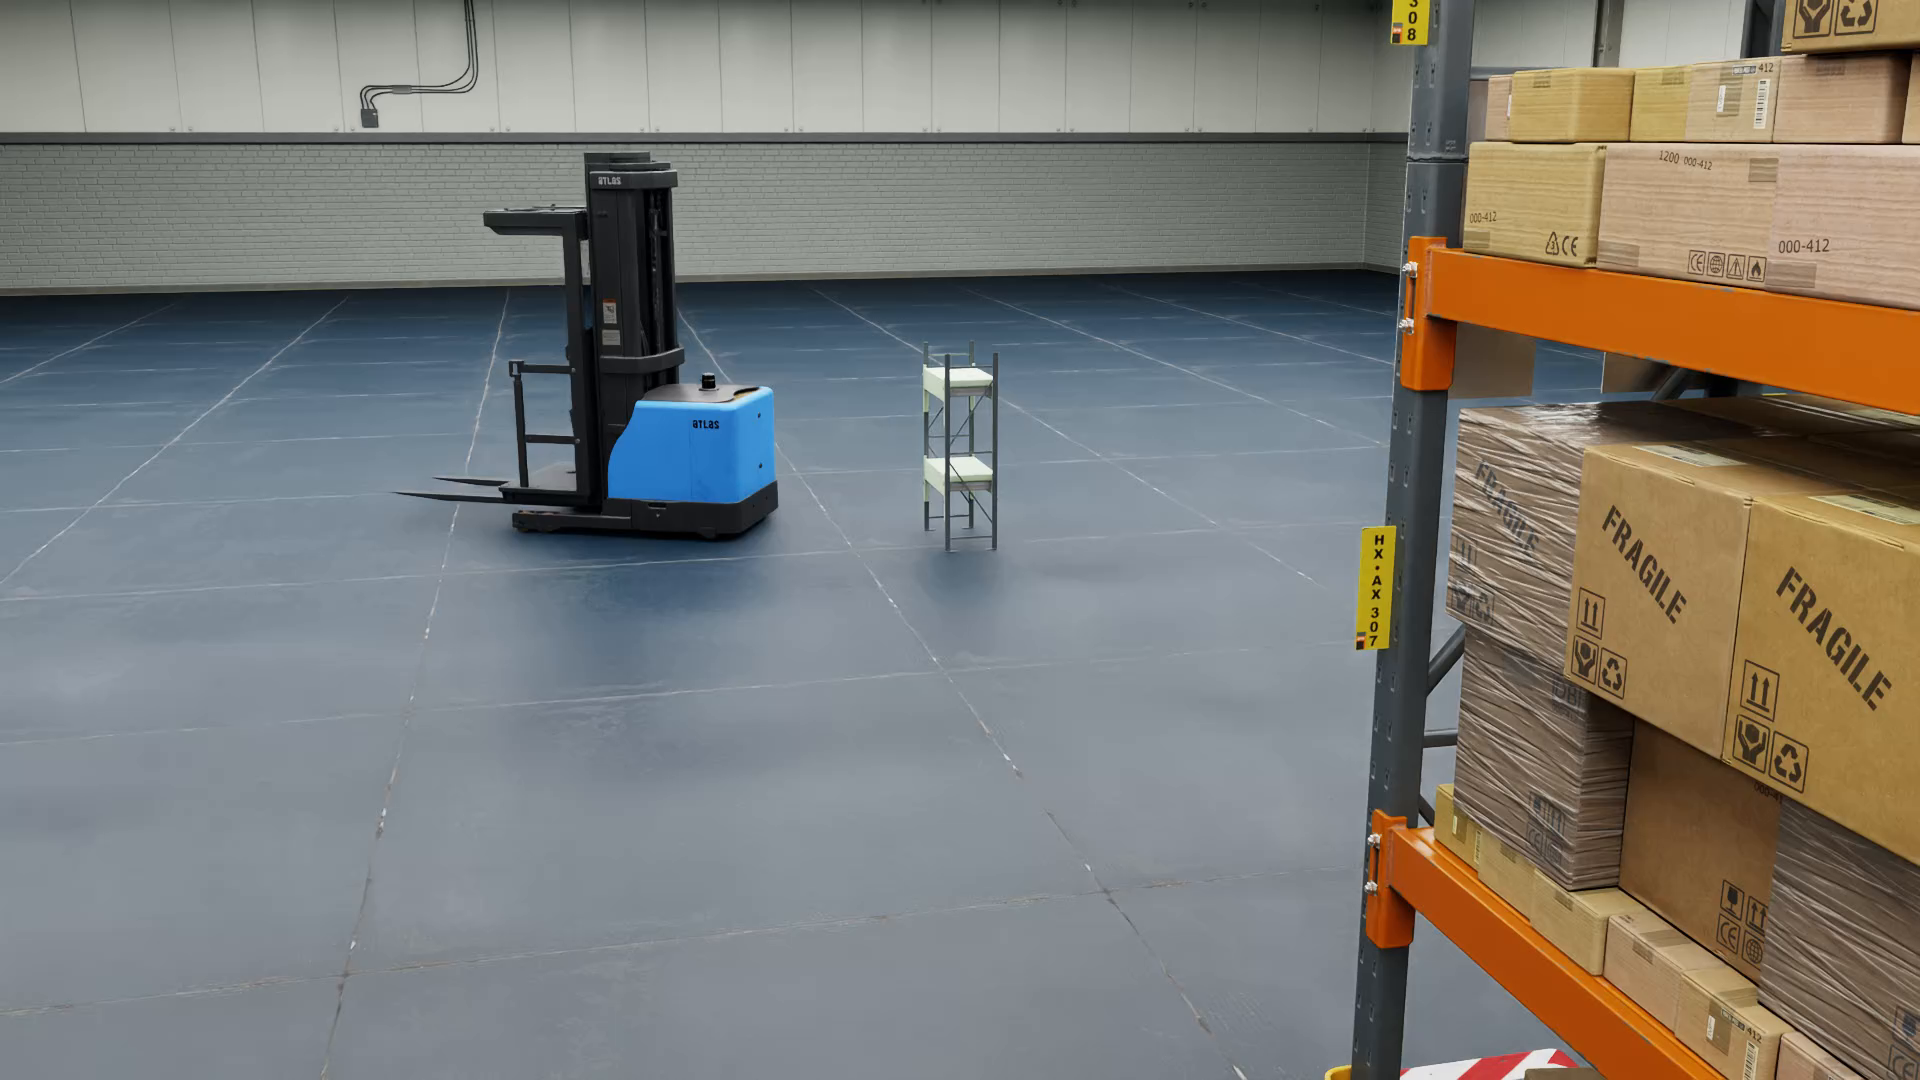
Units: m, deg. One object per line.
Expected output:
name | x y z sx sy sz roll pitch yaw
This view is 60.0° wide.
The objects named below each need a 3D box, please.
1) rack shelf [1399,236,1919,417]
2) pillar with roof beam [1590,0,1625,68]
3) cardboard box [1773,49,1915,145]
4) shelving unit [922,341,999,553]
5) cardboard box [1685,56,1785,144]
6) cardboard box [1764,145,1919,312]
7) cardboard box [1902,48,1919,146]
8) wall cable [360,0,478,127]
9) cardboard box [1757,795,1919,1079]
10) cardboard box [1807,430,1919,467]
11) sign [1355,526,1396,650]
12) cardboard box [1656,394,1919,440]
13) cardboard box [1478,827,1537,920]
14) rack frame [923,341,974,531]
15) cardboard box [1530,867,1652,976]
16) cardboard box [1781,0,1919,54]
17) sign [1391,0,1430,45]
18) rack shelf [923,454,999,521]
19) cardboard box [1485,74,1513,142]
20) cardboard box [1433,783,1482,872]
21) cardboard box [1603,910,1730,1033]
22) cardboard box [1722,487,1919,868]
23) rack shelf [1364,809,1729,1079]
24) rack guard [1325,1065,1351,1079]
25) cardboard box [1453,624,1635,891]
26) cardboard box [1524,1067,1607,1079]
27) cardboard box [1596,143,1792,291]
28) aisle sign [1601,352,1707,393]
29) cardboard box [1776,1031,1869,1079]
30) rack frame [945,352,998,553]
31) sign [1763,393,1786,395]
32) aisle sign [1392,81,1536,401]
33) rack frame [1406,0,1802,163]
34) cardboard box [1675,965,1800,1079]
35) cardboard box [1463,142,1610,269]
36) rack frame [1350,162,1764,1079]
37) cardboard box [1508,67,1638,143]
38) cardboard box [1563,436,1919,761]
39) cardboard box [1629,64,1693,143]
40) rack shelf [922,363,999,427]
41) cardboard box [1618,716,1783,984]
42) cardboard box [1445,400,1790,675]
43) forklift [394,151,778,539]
rack shelf | 2.068 -0.132 2.341 1.077 0.370 4.000 -3 14 -13
pillar with roof beam | 7.227 -8.411 28.395 9.100 9.000 0.400 -3 14 -13
cardboard box | 1.632 -0.747 2.821 0.380 0.149 0.250 -3 14 -13
shelving unit | -0.002 -0.730 12.755 0.431 1.500 0.755 -3 14 -13
cardboard box | 1.579 -0.803 3.051 0.380 0.149 0.250 -3 14 -11
cardboard box | 1.700 -0.511 2.694 0.500 0.250 0.500 -3 14 -13
cardboard box | 1.711 -0.685 2.566 0.380 0.149 0.250 -4 14 -16
wall cable | -10.791 -11.211 32.687 2.305 6.003 0.169 -3 14 -13
cardboard box | 2.010 0.676 3.001 0.875 0.500 0.500 -3 14 -13
cardboard box | 2.091 0.064 3.401 0.500 0.500 0.500 -3 14 -13
sign | 1.071 0.124 4.274 0.100 0.325 0.005 -3 14 -13
cardboard box | 1.968 -0.051 3.871 0.500 0.500 0.500 -3 14 -13
cardboard box | 1.474 0.774 3.966 0.380 0.149 0.250 -3 14 -13
rack frame | -0.088 -0.815 13.101 0.400 1.500 0.023 -3 14 -13
cardboard box | 1.518 0.833 3.727 0.380 0.149 0.250 -3 14 -13
cardboard box | 1.685 -1.021 2.574 0.500 0.500 0.500 -3 14 -13
sign | 1.071 -1.337 3.917 0.100 0.325 0.005 -3 14 -13
rack shelf | -0.002 -0.413 12.833 0.431 0.370 0.720 -3 14 -13
cardboard box | 1.438 -0.987 3.802 0.380 0.149 0.250 -3 14 -14
cardboard box | 1.434 0.716 4.207 0.380 0.149 0.250 -3 14 -13
cardboard box | 1.597 0.889 3.495 0.380 0.149 0.250 -3 14 -13
cardboard box | 1.692 0.209 2.807 0.500 0.500 0.500 -3 14 -13
rack shelf | 2.068 1.326 2.697 1.077 0.370 4.000 -3 14 -13
rack guard | 1.616 1.746 4.725 1.175 0.500 0.348 -3 14 -13
cardboard box | 1.701 0.450 3.927 0.875 0.500 0.500 -3 14 -13
cardboard box | 1.729 1.670 4.154 0.500 0.500 0.500 -1 14 -3
cardboard box | 1.588 -0.625 3.162 0.500 0.250 0.500 -4 14 -14
aisle sign | 1.876 -0.779 4.319 0.394 0.787 0.004 -3 14 -13
cardboard box | 1.734 1.004 3.028 0.380 0.149 0.250 -3 14 -13
rack frame | 0.084 -0.646 12.410 0.400 1.500 0.023 -3 14 -13
sign | 2.143 -0.228 4.433 0.100 0.325 0.005 -3 14 -13
aisle sign | 1.292 -0.746 4.182 0.394 0.787 0.004 -3 14 -13
rack frame | 1.599 -2.400 3.788 1.000 3.000 0.127 -3 14 -13
cardboard box | 1.649 0.948 3.258 0.380 0.149 0.250 -3 14 -13
cardboard box | 1.460 -0.744 3.648 0.500 0.250 0.500 -3 14 -12
rack frame | 1.599 0.515 4.500 1.000 3.000 0.127 -3 14 -13
cardboard box | 1.405 -0.922 3.535 0.380 0.149 0.250 -3 14 -12
cardboard box | 1.573 0.094 3.279 0.500 0.500 0.500 -3 14 -13
cardboard box | 1.584 -0.870 3.325 0.380 0.149 0.250 -4 14 -14
rack shelf | -0.002 -1.109 12.663 0.431 0.370 0.720 -3 14 -13
cardboard box | 1.935 0.559 3.483 0.875 0.500 0.500 -3 14 -13
cardboard box | 1.463 -0.022 3.753 0.500 0.500 0.500 -3 14 -13
forklift | -3.072 -1.595 13.279 3.031 2.935 1.130 3 14 12
